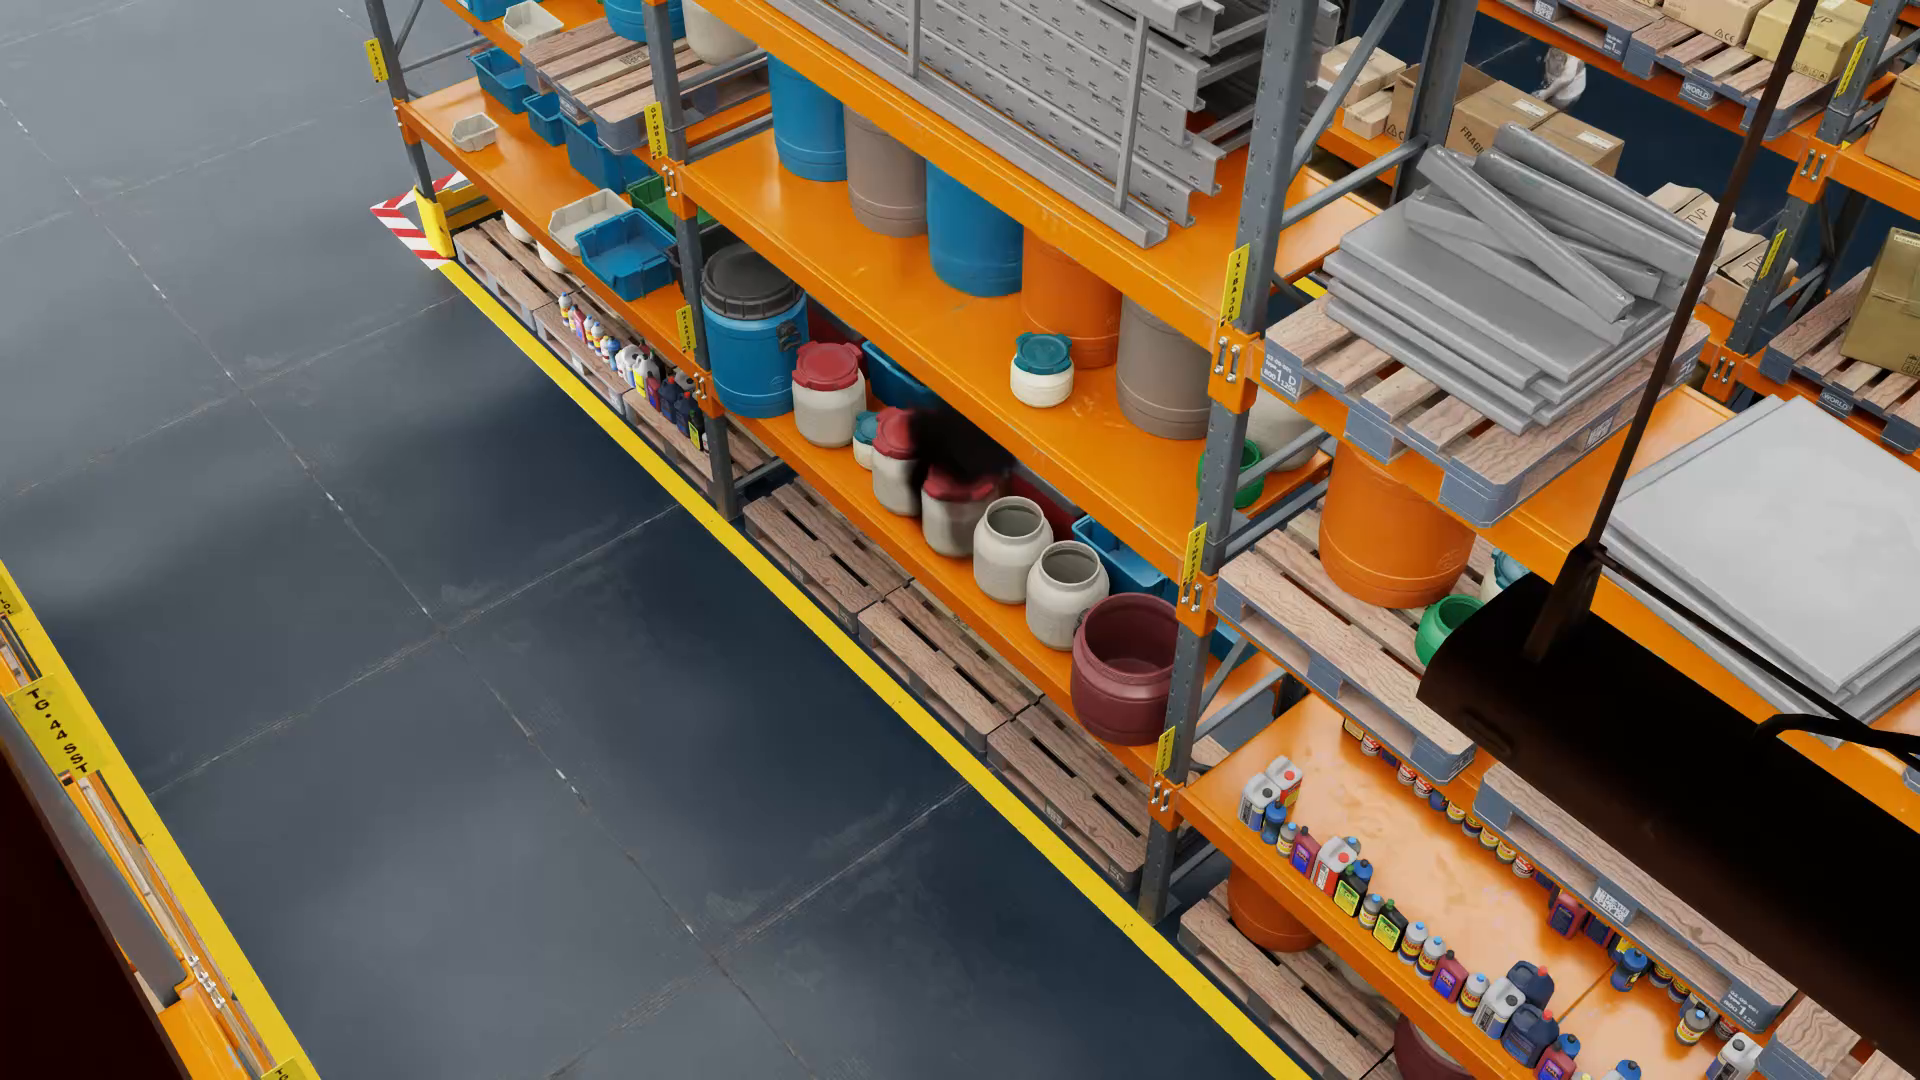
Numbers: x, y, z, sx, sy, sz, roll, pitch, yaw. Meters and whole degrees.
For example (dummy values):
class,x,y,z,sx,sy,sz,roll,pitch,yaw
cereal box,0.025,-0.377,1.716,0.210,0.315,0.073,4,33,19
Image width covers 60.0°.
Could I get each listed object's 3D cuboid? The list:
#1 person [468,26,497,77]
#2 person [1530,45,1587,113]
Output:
class,x,y,z,sx,sy,sz,roll,pitch,yaw
person,-3.772,-4.021,13.700,0.682,1.632,0.588,3,47,3
person,4.746,-3.602,13.264,0.604,1.659,0.538,-31,54,-26
